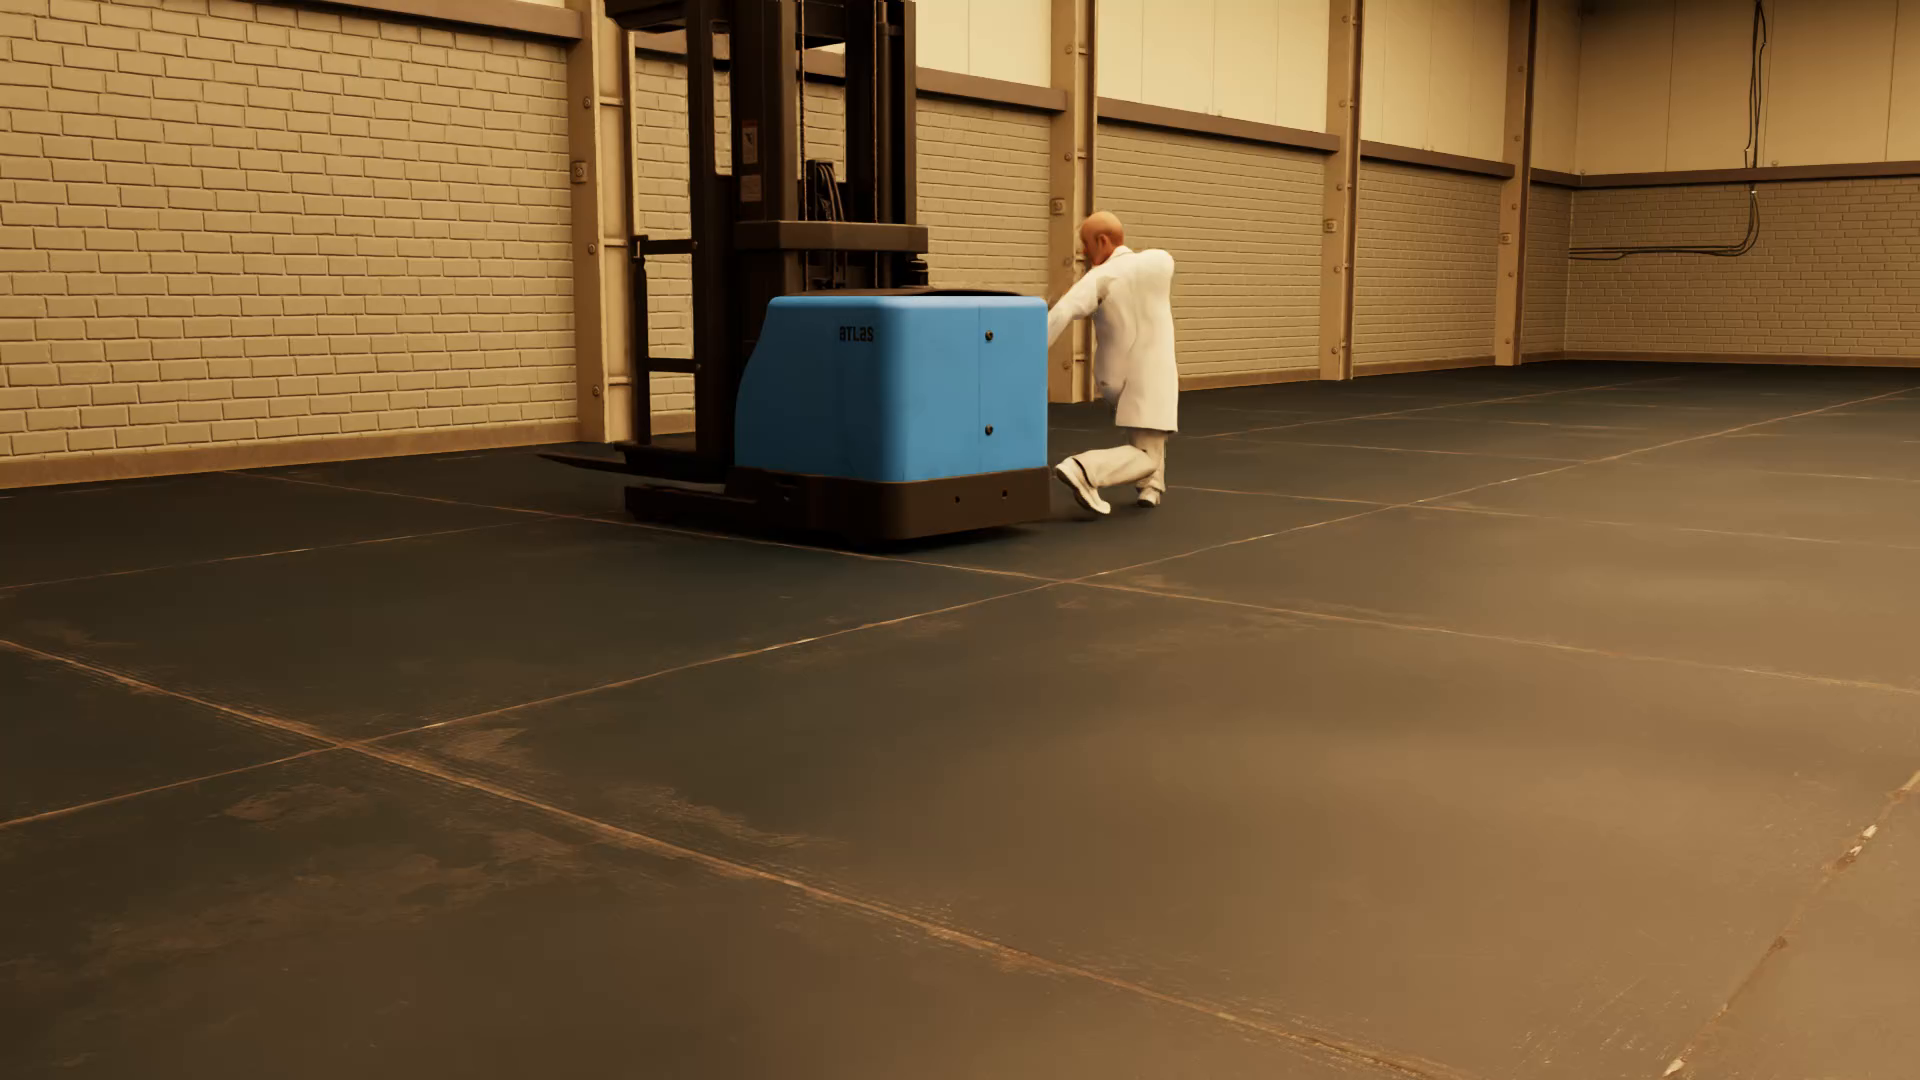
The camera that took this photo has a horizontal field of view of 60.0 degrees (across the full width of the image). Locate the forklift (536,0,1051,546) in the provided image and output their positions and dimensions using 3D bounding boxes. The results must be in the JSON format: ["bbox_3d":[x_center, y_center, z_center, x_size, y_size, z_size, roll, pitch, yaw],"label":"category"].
[{"bbox_3d":[-0.995,-1.581,8.084,3.031,2.935,1.130,8,12,44],"label":"forklift"}]

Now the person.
[{"bbox_3d":[0.709,-0.856,8.317,0.780,1.543,1.011,3,9,22],"label":"person"}]
